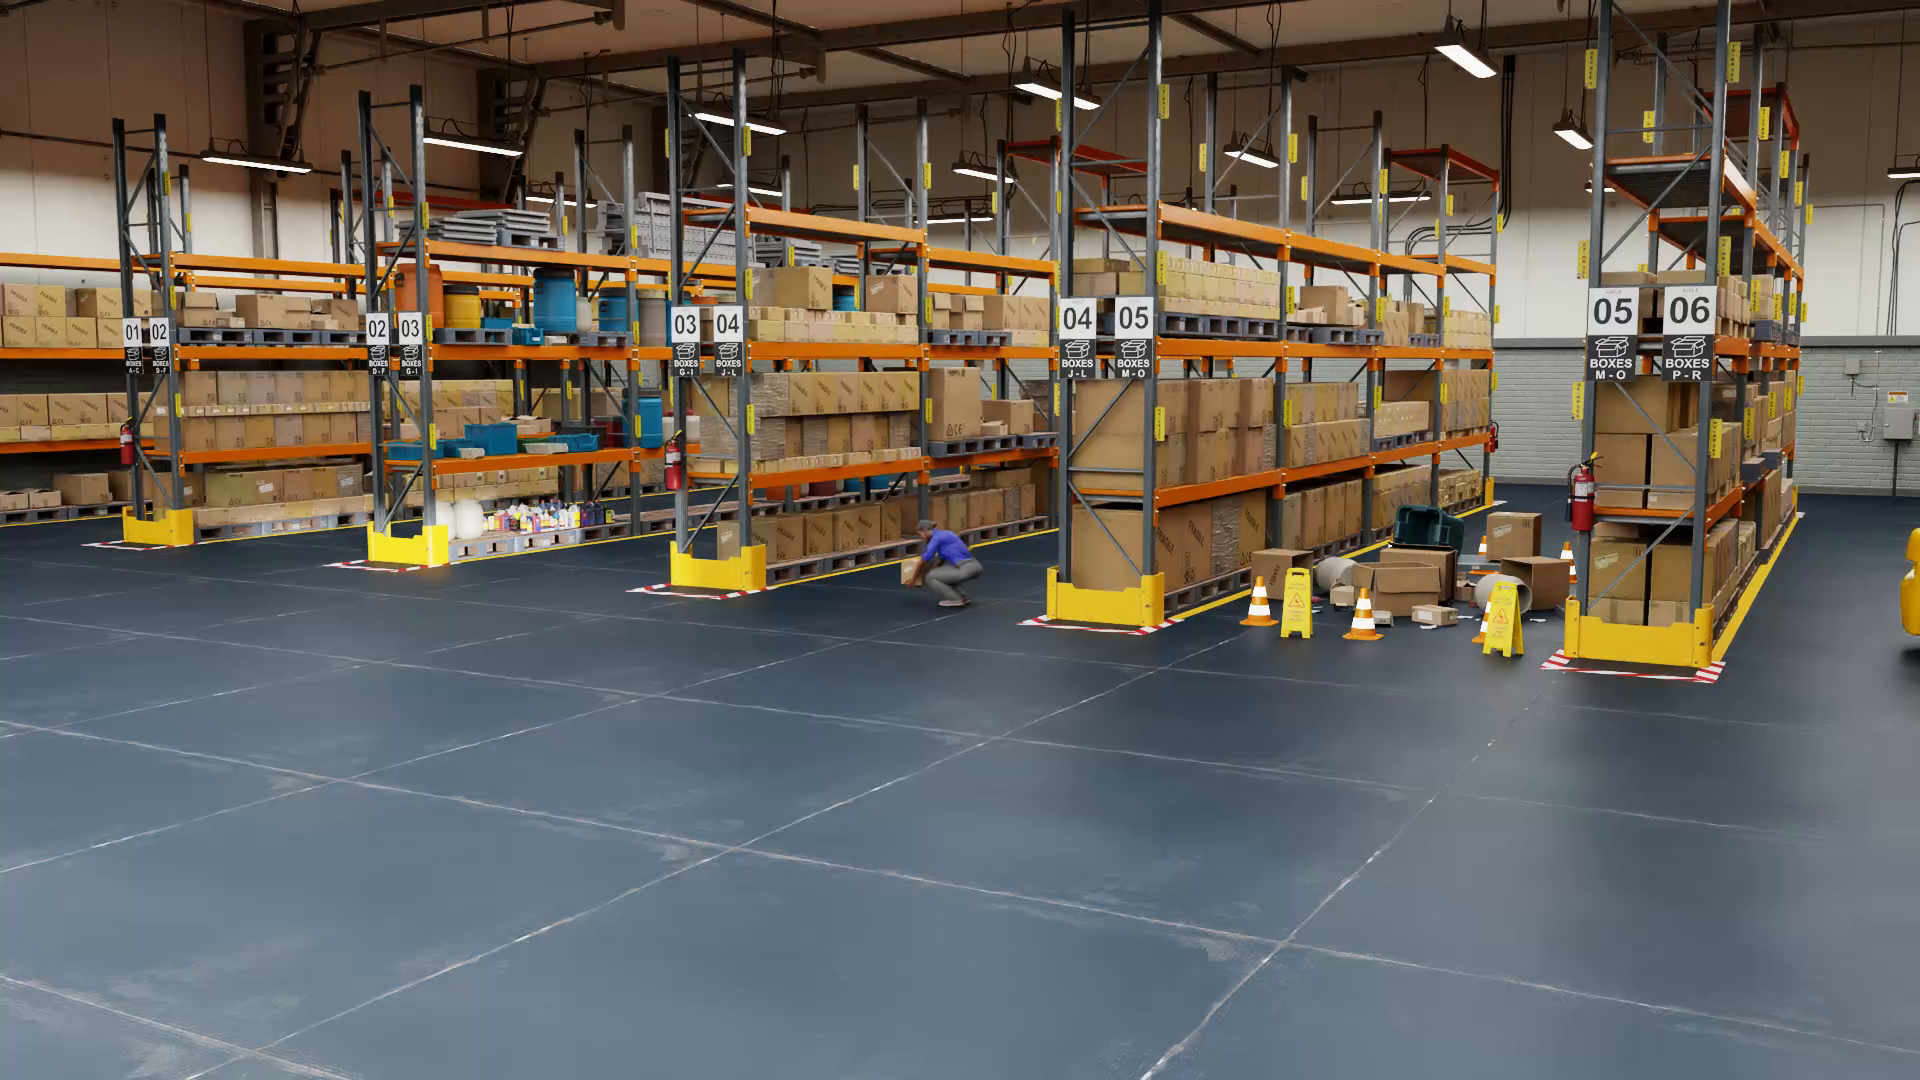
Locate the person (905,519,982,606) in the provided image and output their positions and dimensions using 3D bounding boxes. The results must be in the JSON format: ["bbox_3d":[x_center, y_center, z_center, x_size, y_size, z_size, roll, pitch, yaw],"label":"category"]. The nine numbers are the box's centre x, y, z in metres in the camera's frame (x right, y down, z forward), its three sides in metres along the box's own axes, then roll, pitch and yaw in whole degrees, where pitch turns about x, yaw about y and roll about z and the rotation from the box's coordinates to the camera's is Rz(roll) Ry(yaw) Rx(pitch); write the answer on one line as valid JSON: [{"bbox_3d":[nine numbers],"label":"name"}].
[{"bbox_3d":[-0.171,0.237,17.731,0.822,0.919,0.507,3,7,29],"label":"person"}]
